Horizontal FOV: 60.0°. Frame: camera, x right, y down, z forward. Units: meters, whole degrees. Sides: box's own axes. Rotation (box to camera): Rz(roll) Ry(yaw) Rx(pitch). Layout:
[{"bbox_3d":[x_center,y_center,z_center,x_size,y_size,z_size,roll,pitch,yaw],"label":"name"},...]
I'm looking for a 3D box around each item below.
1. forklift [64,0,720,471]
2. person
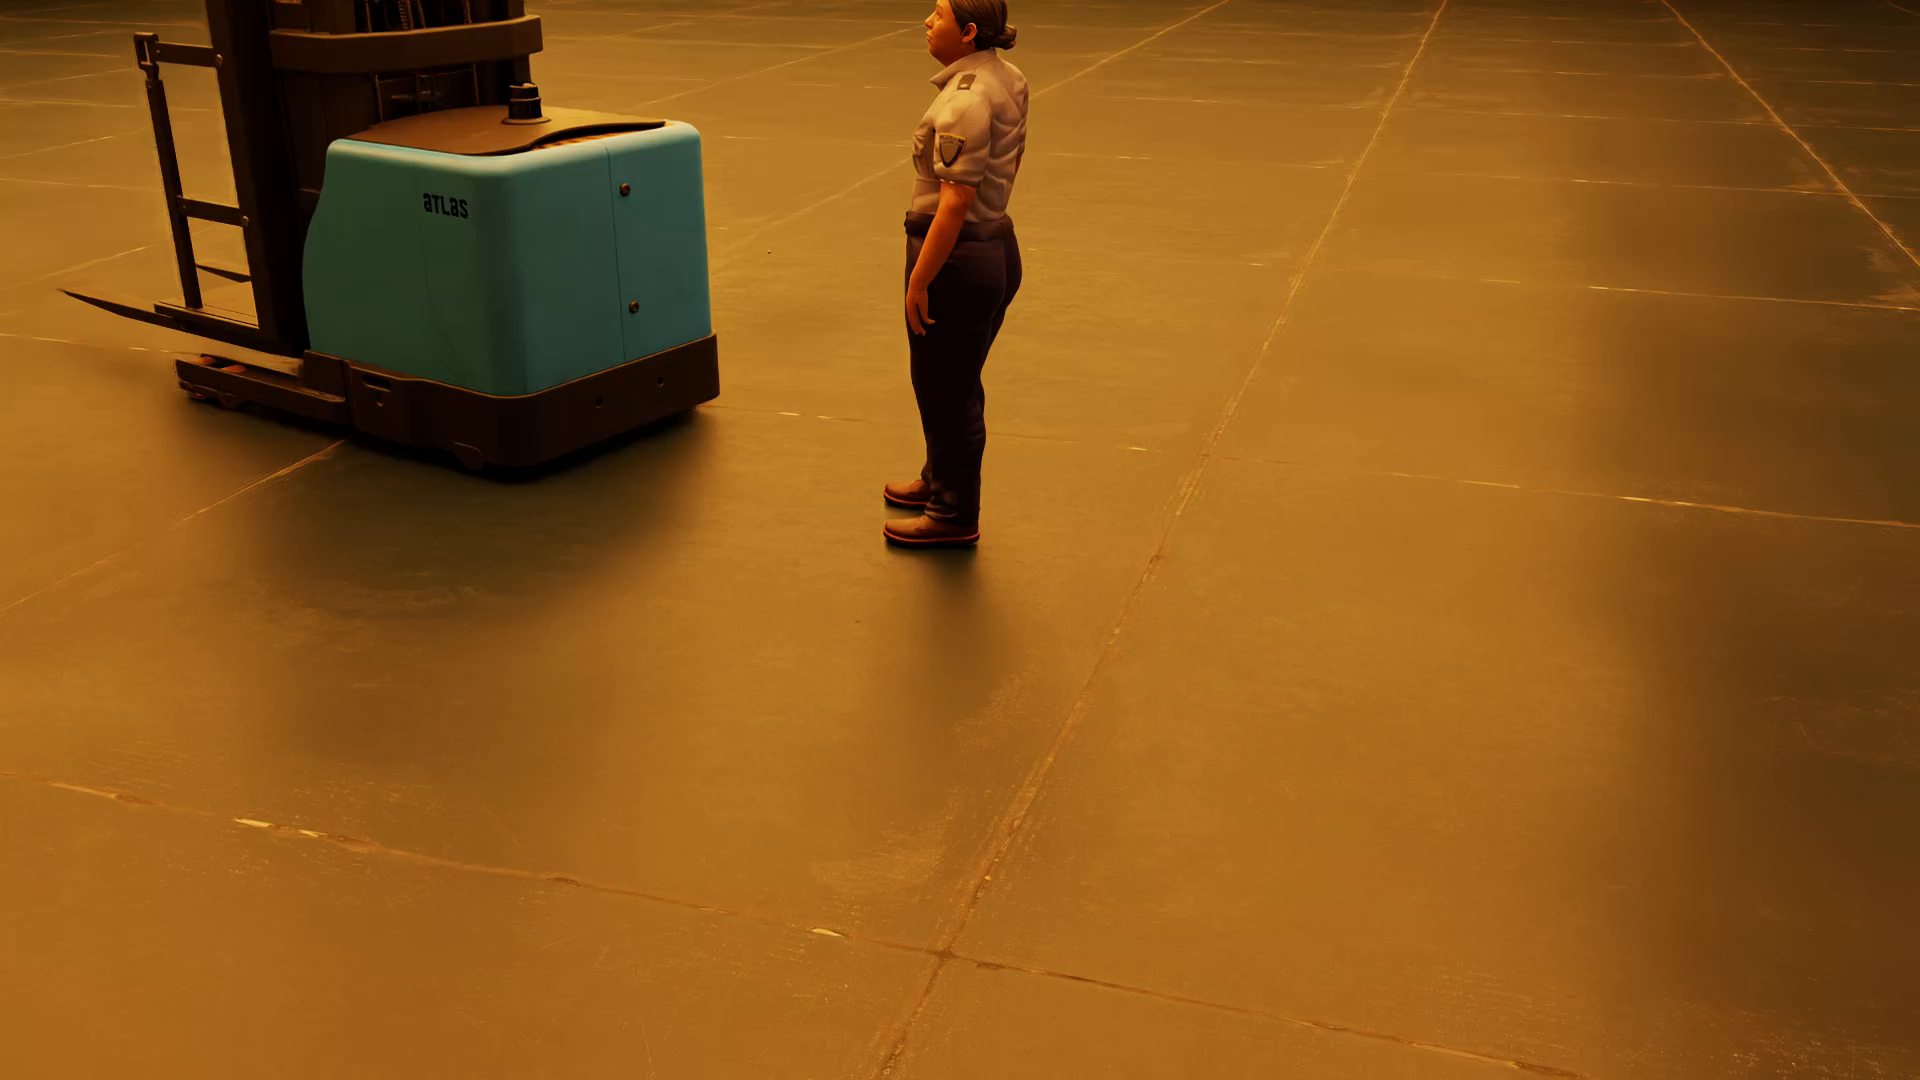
[{"bbox_3d":[-2.410,-2.004,6.135,3.031,2.935,1.130,15,27,31],"label":"forklift"},{"bbox_3d":[-0.078,-0.787,4.848,0.503,1.651,0.598,7,23,16],"label":"person"}]
